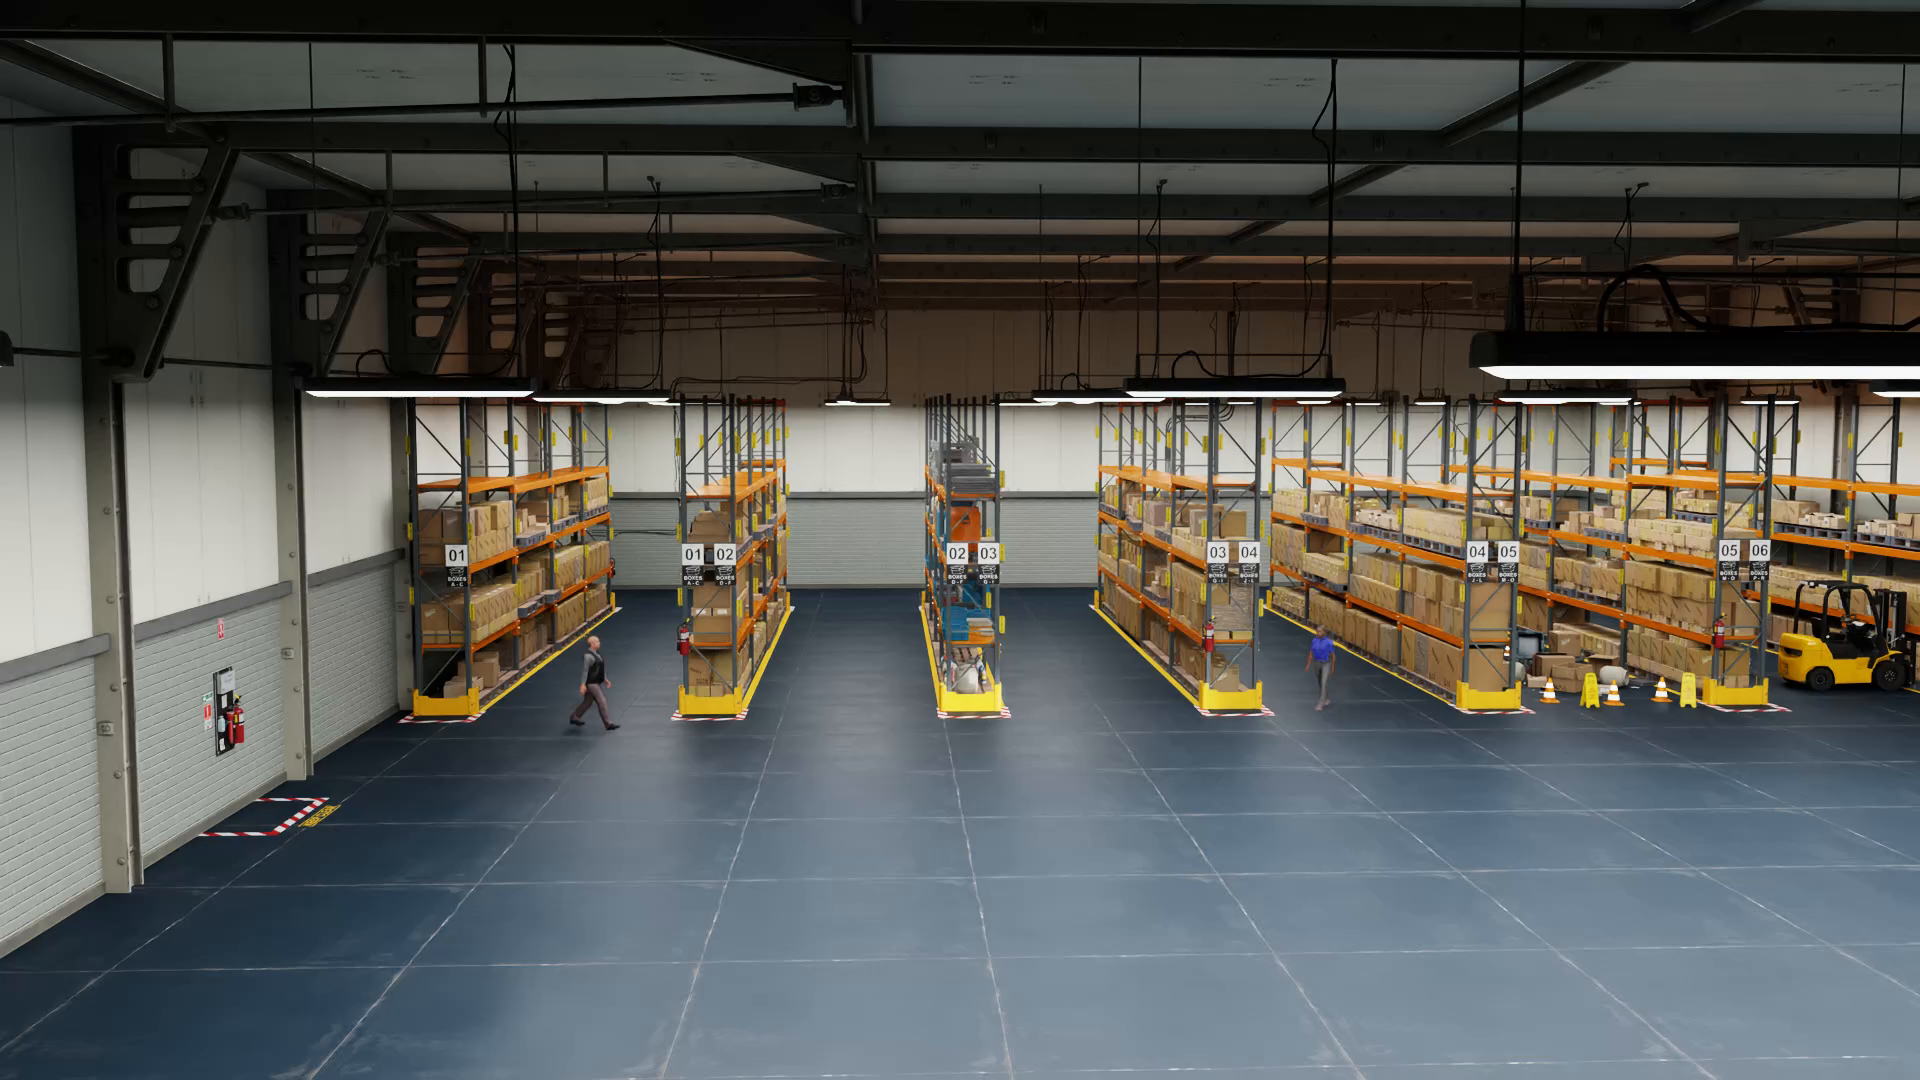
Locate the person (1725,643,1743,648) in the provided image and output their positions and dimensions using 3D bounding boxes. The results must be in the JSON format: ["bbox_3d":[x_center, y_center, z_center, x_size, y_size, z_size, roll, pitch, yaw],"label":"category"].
[{"bbox_3d":[16.966,2.062,36.292,0.439,1.616,0.364,-2,5,-25],"label":"person"}]

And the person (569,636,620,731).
[{"bbox_3d":[-6.506,2.549,29.578,1.057,1.677,0.602,1,5,11],"label":"person"}]

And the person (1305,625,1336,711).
[{"bbox_3d":[6.869,2.398,31.618,0.502,1.591,1.022,4,6,39],"label":"person"}]
